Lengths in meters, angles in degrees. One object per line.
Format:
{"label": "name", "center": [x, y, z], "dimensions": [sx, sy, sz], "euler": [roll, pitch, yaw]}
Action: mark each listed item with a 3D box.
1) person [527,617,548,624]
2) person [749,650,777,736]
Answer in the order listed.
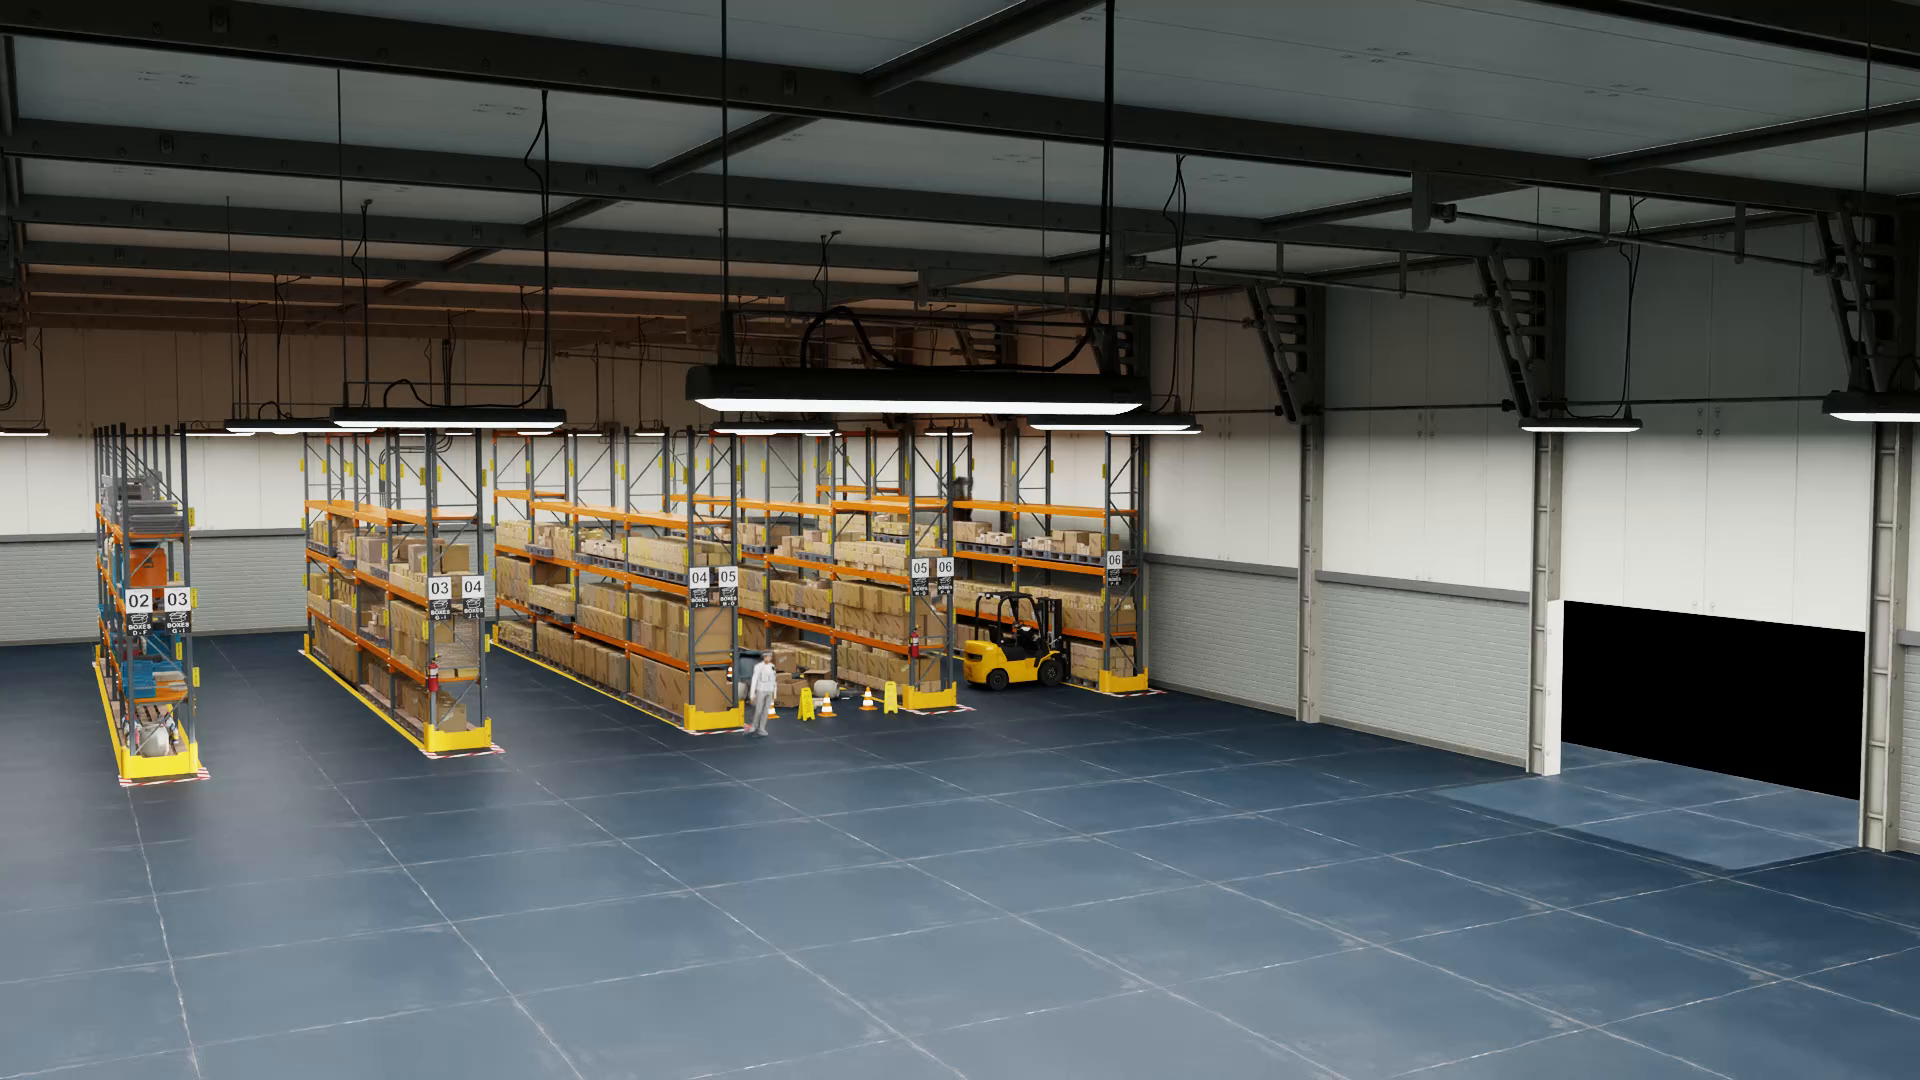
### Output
{"label": "person", "center": [-12.293, 1.989, 48.268], "dimensions": [0.940, 1.643, 0.579], "euler": [-2, 4, -35]}
{"label": "person", "center": [-3.806, 2.938, 32.097], "dimensions": [0.560, 1.663, 0.448], "euler": [-3, 4, -38]}
